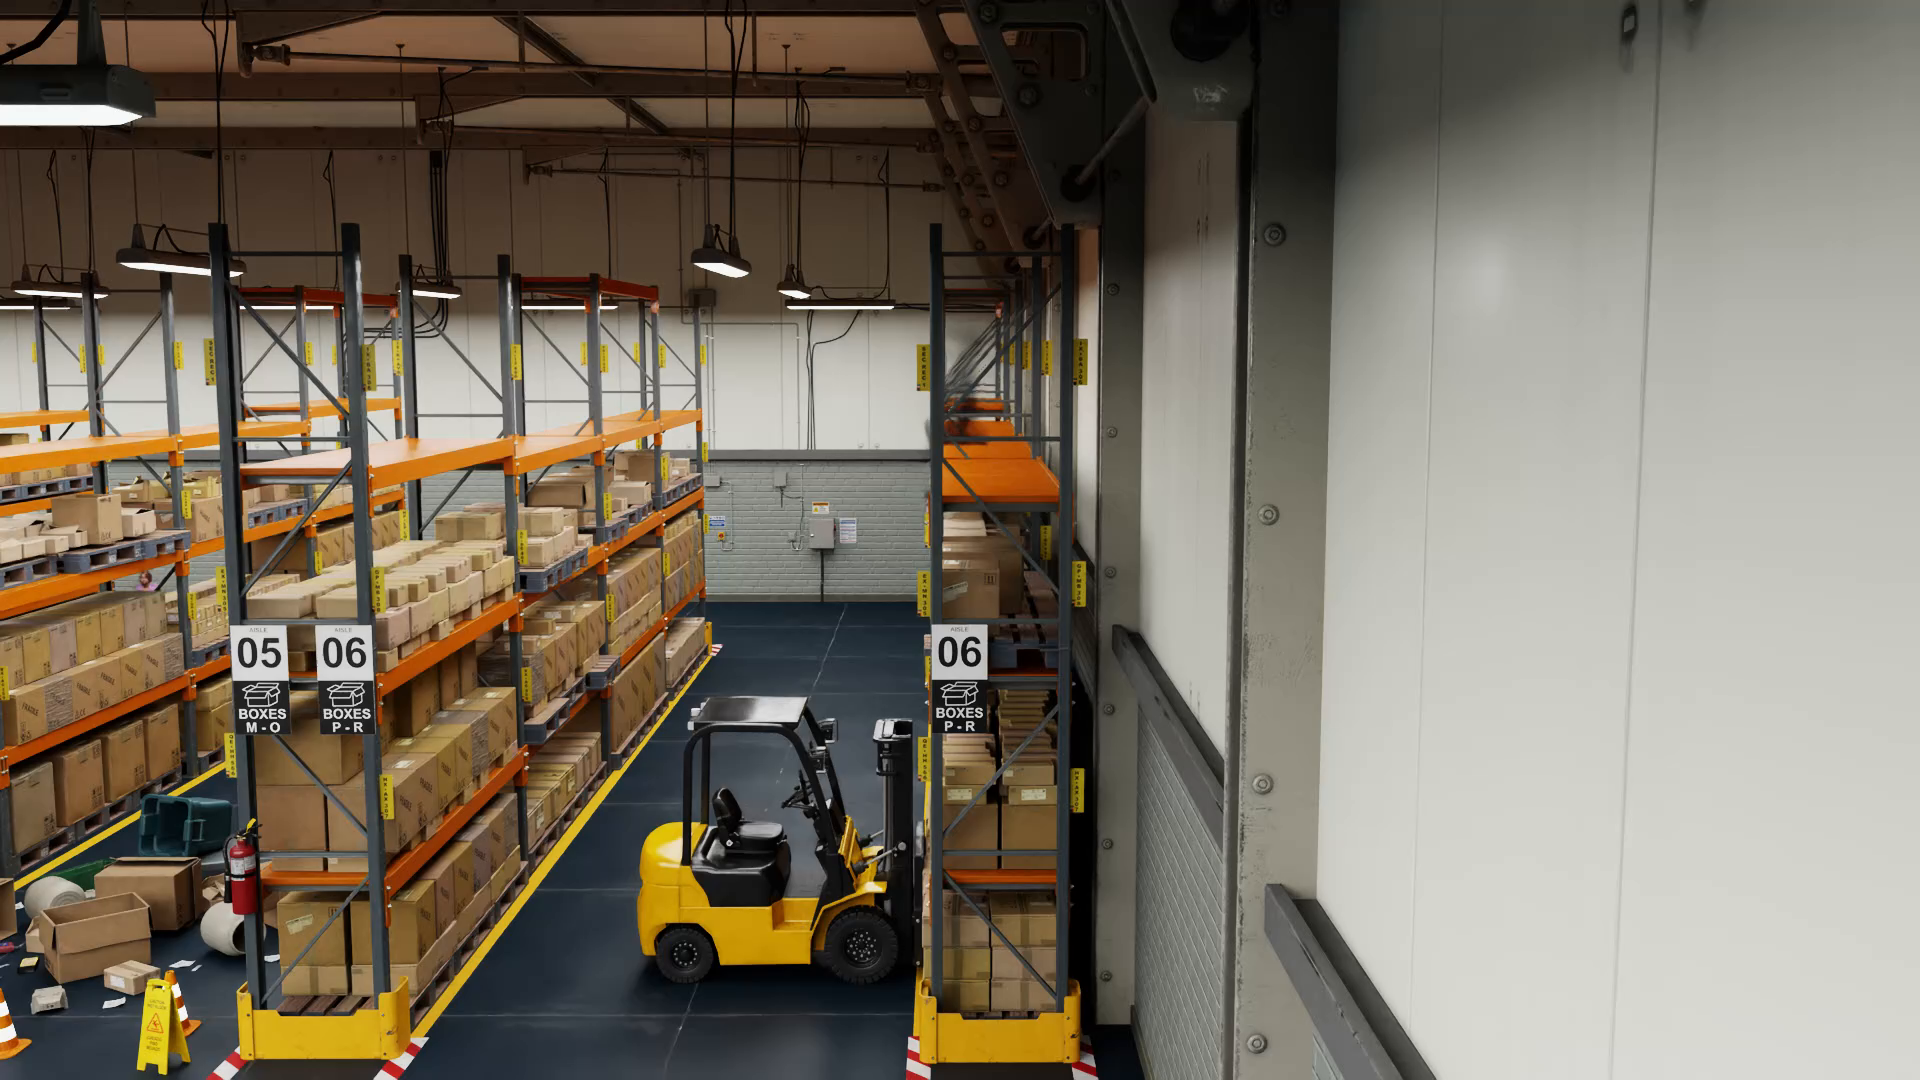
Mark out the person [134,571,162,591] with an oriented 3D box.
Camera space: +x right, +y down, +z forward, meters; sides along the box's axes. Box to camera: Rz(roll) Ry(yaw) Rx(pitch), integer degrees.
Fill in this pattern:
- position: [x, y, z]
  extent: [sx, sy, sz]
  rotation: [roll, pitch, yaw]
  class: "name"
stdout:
- position: [-13.082, 1.270, 26.764]
  extent: [0.542, 1.565, 0.531]
  rotation: [-1, 7, -5]
  class: "person"
